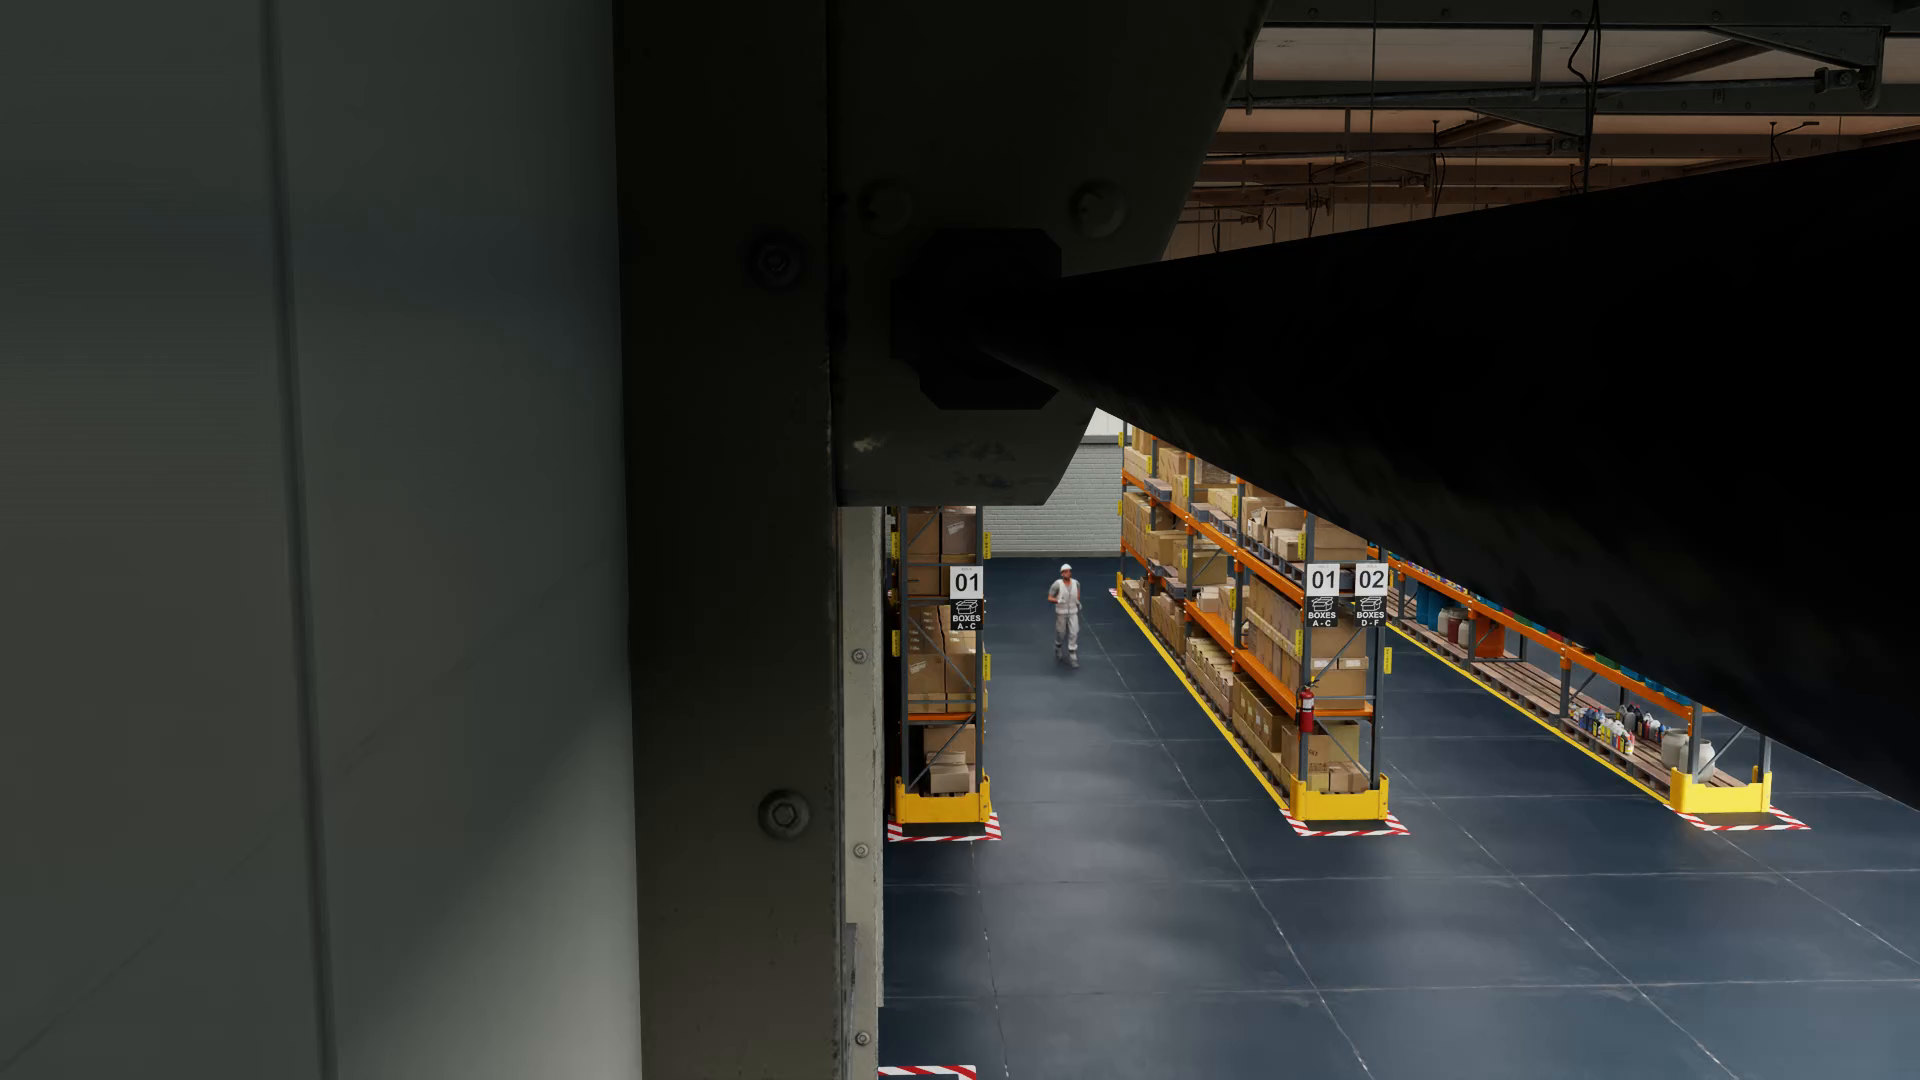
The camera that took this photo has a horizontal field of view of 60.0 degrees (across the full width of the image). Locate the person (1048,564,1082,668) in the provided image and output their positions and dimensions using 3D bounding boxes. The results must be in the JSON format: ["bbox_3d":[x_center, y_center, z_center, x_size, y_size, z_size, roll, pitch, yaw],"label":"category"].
[{"bbox_3d":[1.867,1.304,29.297,0.657,1.776,0.968,-2,8,-14],"label":"person"}]
